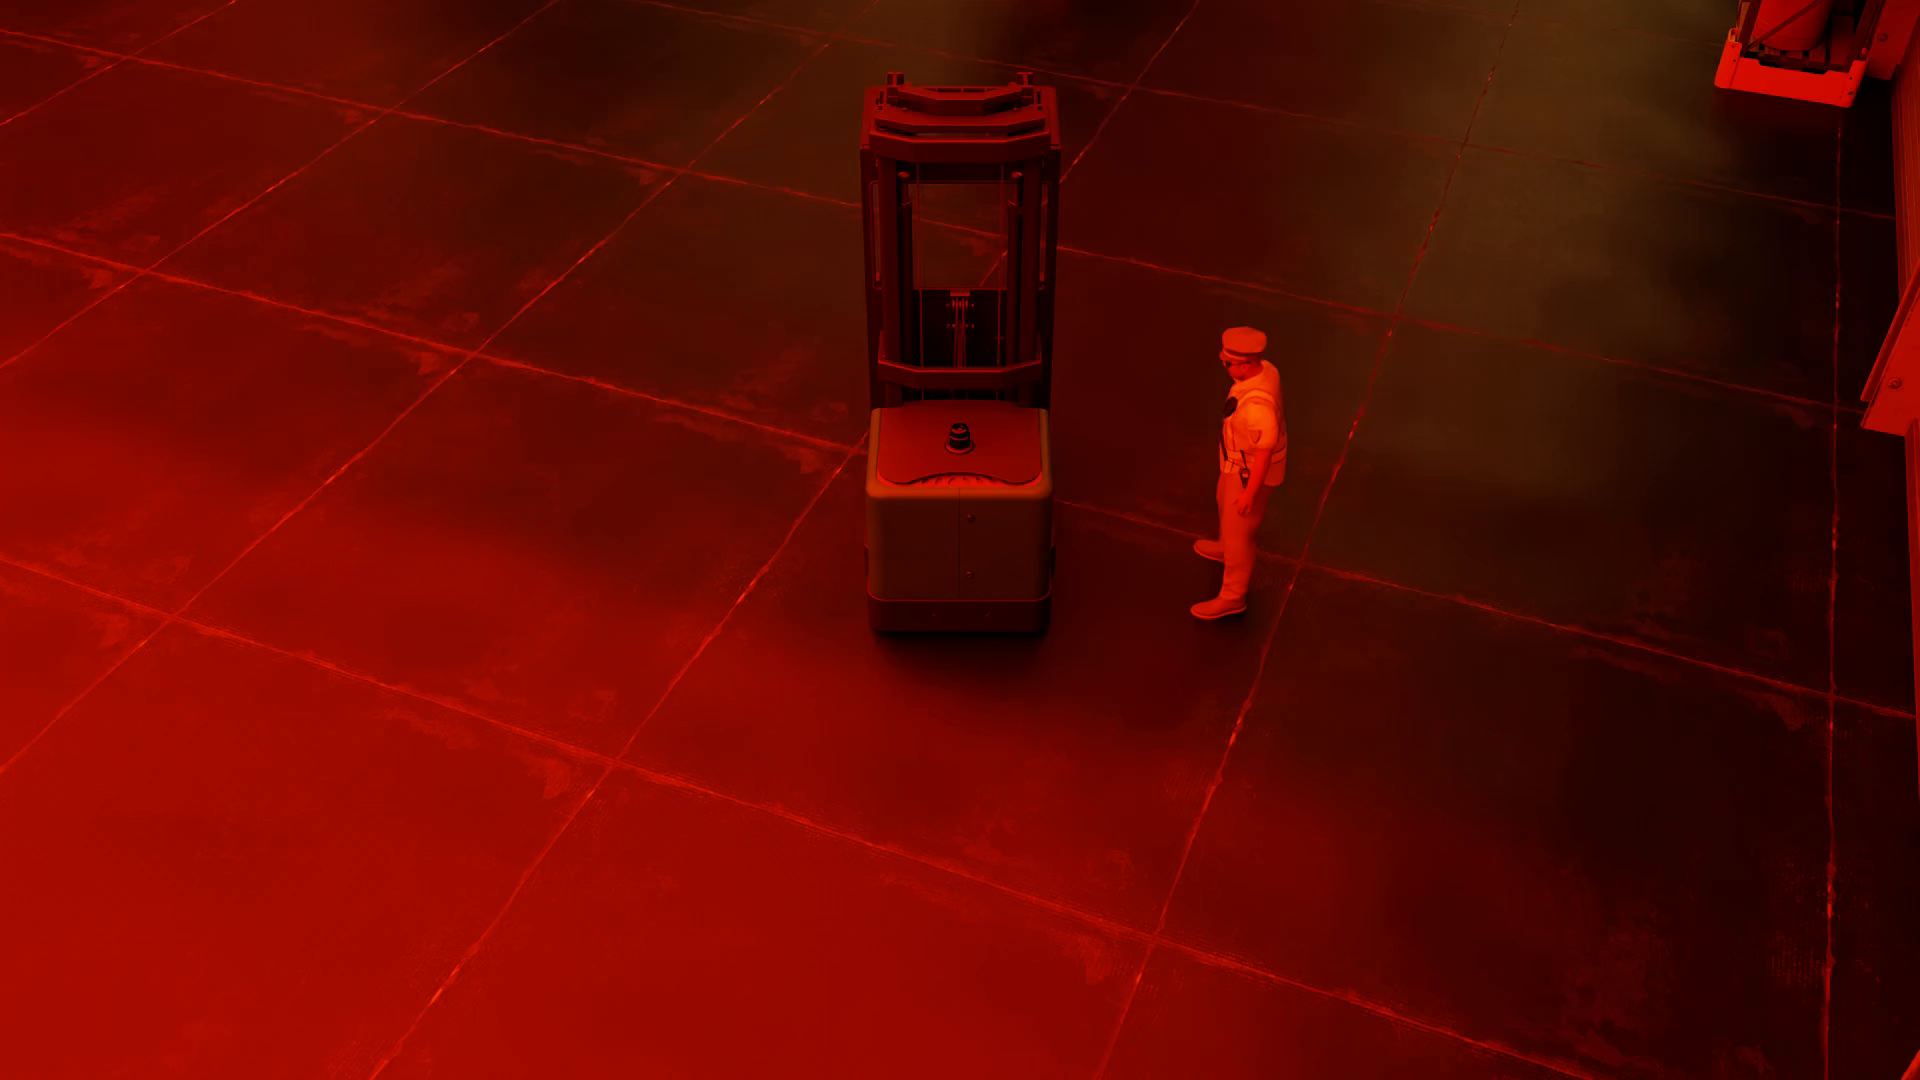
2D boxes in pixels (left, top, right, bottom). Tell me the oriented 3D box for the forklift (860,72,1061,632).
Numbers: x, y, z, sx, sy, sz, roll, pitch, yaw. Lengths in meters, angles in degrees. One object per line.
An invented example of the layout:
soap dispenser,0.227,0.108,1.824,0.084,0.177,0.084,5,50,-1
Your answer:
forklift,0.002,-1.515,9.816,1.130,2.935,3.031,0,40,0

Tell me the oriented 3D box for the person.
person,1.608,-0.409,9.422,0.455,1.754,0.717,7,40,8
